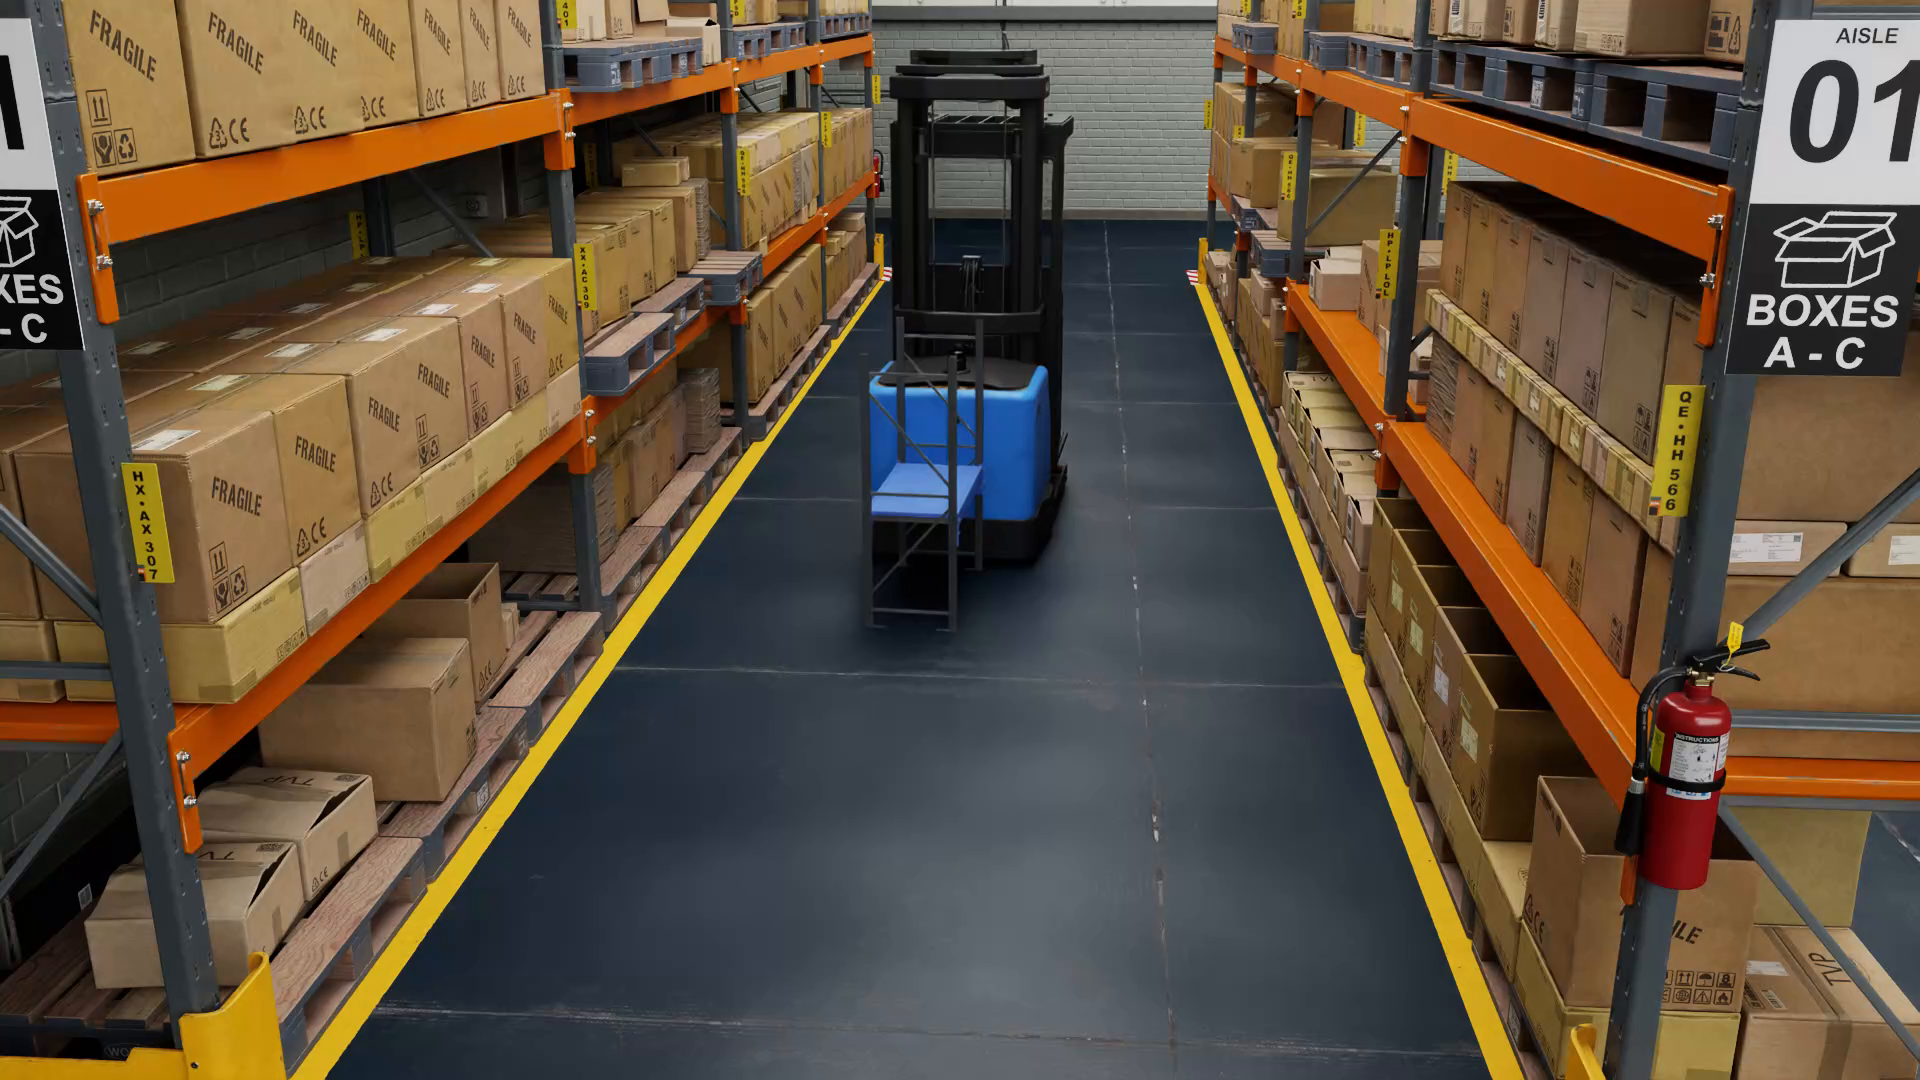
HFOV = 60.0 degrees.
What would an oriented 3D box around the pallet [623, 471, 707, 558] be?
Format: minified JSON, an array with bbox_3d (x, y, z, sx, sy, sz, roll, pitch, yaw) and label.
[{"bbox_3d":[-2.241,-0.183,10.641,1.003,0.211,1.213,1,18,4],"label":"pallet"}]

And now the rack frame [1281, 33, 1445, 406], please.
[{"bbox_3d":[2.848,-2.019,11.767,1.000,3.000,0.127,1,18,4],"label":"rack frame"}]

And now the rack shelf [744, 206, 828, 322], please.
[{"bbox_3d":[-1.950,-2.408,14.108,1.077,0.370,4.000,1,18,4],"label":"rack shelf"}]

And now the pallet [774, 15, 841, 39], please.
[{"bbox_3d":[-1.737,-5.008,16.214,1.003,0.211,1.213,1,18,4],"label":"pallet"}]

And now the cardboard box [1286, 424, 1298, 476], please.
[{"bbox_3d":[2.482,-0.599,11.177,0.500,0.250,0.500,1,18,2],"label":"cardboard box"}]

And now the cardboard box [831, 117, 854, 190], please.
[{"bbox_3d":[-1.651,-4.134,17.740,0.980,0.700,0.700,0,18,1],"label":"cardboard box"}]

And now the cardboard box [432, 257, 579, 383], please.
[{"bbox_3d":[-2.105,-1.027,7.744,0.500,0.500,0.500,1,18,4],"label":"cardboard box"}]

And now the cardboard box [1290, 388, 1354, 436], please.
[{"bbox_3d":[2.488,-0.859,11.067,0.500,0.311,0.500,1,18,3],"label":"cardboard box"}]

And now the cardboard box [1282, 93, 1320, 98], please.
[{"bbox_3d":[3.523,-4.244,16.791,0.500,0.500,0.500,1,18,2],"label":"cardboard box"}]

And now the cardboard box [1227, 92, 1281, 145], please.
[{"bbox_3d":[2.983,-4.262,16.847,0.500,0.500,0.500,1,18,4],"label":"cardboard box"}]

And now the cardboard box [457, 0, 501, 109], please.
[{"bbox_3d":[-2.219,-2.049,6.850,0.500,0.500,0.500,0,18,-1],"label":"cardboard box"}]

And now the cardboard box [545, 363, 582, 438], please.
[{"bbox_3d":[-2.112,-0.670,7.860,0.500,0.250,0.500,1,18,4],"label":"cardboard box"}]

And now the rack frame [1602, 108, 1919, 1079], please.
[{"bbox_3d":[2.274,0.466,4.184,1.000,3.000,0.127,1,18,4],"label":"rack frame"}]

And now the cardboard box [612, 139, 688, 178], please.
[{"bbox_3d":[-2.319,-2.830,12.367,0.500,0.250,0.500,2,18,5],"label":"cardboard box"}]

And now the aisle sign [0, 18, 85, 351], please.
[{"bbox_3d":[-2.373,-0.850,4.025,0.394,0.787,0.004,1,18,4],"label":"aisle sign"}]

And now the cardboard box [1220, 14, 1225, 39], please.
[{"bbox_3d":[3.082,-5.549,17.963,0.500,0.250,0.500,1,18,4],"label":"cardboard box"}]

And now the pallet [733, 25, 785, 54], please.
[{"bbox_3d":[-2.023,-4.012,13.337,1.003,0.211,1.213,2,18,6],"label":"pallet"}]

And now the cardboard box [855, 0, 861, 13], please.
[{"bbox_3d":[-1.344,-5.819,17.953,0.500,0.250,0.500,1,18,2],"label":"cardboard box"}]

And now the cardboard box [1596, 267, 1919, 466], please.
[{"bbox_3d":[2.357,-0.523,4.957,0.700,0.500,0.500,1,18,2],"label":"cardboard box"}]

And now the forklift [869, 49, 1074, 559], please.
[{"bbox_3d":[0.144,-1.694,10.887,1.130,2.935,3.031,3,18,8],"label":"forklift"}]

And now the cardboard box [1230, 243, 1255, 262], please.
[{"bbox_3d":[3.264,-2.868,17.660,0.797,0.503,0.637,1,18,4],"label":"cardboard box"}]

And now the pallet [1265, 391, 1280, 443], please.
[{"bbox_3d":[2.939,-0.925,12.906,1.003,0.211,1.213,1,18,4],"label":"pallet"}]

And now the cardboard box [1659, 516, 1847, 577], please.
[{"bbox_3d":[2.112,-0.013,4.443,0.380,0.149,0.250,1,18,3],"label":"cardboard box"}]

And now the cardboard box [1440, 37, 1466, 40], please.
[{"bbox_3d":[2.615,-2.521,8.050,0.500,0.250,0.500,3,18,10],"label":"cardboard box"}]

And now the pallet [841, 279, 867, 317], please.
[{"bbox_3d":[-1.589,-2.660,18.201,1.003,0.211,1.213,1,18,4],"label":"pallet"}]

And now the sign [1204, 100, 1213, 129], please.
[{"bbox_3d":[2.880,-4.927,19.252,0.100,0.325,0.005,1,18,4],"label":"sign"}]

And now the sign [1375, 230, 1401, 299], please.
[{"bbox_3d":[2.019,-1.298,7.835,0.100,0.325,0.005,1,18,4],"label":"sign"}]

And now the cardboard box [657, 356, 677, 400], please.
[{"bbox_3d":[-2.196,-1.105,11.083,0.500,0.250,0.500,2,18,5],"label":"cardboard box"}]

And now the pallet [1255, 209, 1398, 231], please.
[{"bbox_3d":[2.983,-2.532,13.640,1.003,0.211,1.213,1,18,4],"label":"pallet"}]

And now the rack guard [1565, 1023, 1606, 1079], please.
[{"bbox_3d":[2.273,1.661,4.551,1.175,0.500,0.348,1,18,4],"label":"rack guard"}]

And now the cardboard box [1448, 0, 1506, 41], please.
[{"bbox_3d":[2.223,-2.107,6.464,0.500,0.311,0.500,0,18,1],"label":"cardboard box"}]

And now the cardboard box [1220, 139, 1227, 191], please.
[{"bbox_3d":[3.019,-3.948,17.493,0.500,0.500,0.500,2,18,5],"label":"cardboard box"}]

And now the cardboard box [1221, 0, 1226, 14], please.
[{"bbox_3d":[3.082,-5.786,17.885,0.500,0.250,0.500,1,18,4],"label":"cardboard box"}]

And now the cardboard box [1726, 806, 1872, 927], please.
[{"bbox_3d":[2.569,0.900,5.397,0.500,0.500,0.500,1,18,4],"label":"cardboard box"}]

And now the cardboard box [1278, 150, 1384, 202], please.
[{"bbox_3d":[3.070,-2.958,13.798,0.700,0.500,0.500,-3,18,-10],"label":"cardboard box"}]

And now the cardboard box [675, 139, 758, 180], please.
[{"bbox_3d":[-1.801,-2.827,12.359,0.500,0.250,0.500,2,18,5],"label":"cardboard box"}]

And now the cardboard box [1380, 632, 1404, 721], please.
[{"bbox_3d":[2.185,0.623,7.446,0.500,0.250,0.500,1,18,4],"label":"cardboard box"}]

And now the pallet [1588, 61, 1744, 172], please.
[{"bbox_3d":[2.351,-1.137,4.399,1.003,0.211,1.213,1,18,4],"label":"pallet"}]

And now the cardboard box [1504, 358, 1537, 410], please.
[{"bbox_3d":[2.241,-0.572,6.149,0.380,0.149,0.250,1,18,3],"label":"cardboard box"}]

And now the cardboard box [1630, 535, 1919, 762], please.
[{"bbox_3d":[2.321,0.274,4.610,0.700,0.500,0.500,1,18,4],"label":"cardboard box"}]

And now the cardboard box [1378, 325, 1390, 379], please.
[{"bbox_3d":[2.441,-0.990,8.842,0.396,0.266,0.258,1,18,3],"label":"cardboard box"}]

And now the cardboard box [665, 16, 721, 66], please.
[{"bbox_3d":[-1.876,-3.291,10.944,0.500,0.311,0.500,1,18,4],"label":"cardboard box"}]

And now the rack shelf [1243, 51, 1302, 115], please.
[{"bbox_3d":[2.991,-3.724,13.307,1.077,0.370,4.000,1,18,4],"label":"rack shelf"}]

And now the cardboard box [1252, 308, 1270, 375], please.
[{"bbox_3d":[2.750,-1.660,13.978,0.500,0.500,0.500,1,18,2],"label":"cardboard box"}]

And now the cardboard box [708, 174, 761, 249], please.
[{"bbox_3d":[-1.803,-2.472,12.479,0.500,0.500,0.500,2,18,6],"label":"cardboard box"}]

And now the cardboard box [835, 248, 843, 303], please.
[{"bbox_3d":[-1.611,-2.768,17.394,0.700,0.500,0.500,1,18,3],"label":"cardboard box"}]

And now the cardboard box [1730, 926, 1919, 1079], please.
[{"bbox_3d":[2.535,1.411,5.040,0.500,0.250,0.500,1,18,4],"label":"cardboard box"}]

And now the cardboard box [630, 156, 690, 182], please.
[{"bbox_3d":[-2.088,-2.585,11.587,0.380,0.149,0.250,-1,18,-3],"label":"cardboard box"}]

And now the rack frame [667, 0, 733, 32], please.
[{"bbox_3d":[-2.093,-4.979,11.167,1.000,3.000,0.127,1,18,4],"label":"rack frame"}]

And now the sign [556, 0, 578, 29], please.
[{"bbox_3d":[-1.838,-2.547,7.732,0.100,0.325,0.005,1,18,4],"label":"sign"}]

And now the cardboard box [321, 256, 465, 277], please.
[{"bbox_3d":[-2.622,-1.039,7.782,0.500,0.500,0.500,1,18,3],"label":"cardboard box"}]

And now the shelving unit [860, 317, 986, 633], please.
[{"bbox_3d":[-0.190,-0.388,9.197,0.538,1.500,1.048,3,18,8],"label":"shelving unit"}]

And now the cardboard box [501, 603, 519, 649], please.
[{"bbox_3d":[-2.388,0.418,8.173,0.380,0.166,0.250,-1,18,-3],"label":"cardboard box"}]

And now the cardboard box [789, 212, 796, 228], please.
[{"bbox_3d":[-1.650,-2.833,14.624,0.380,0.149,0.250,1,18,4],"label":"cardboard box"}]

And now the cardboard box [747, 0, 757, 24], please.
[{"bbox_3d":[-2.054,-4.453,13.512,0.700,0.500,0.500,1,18,4],"label":"cardboard box"}]
